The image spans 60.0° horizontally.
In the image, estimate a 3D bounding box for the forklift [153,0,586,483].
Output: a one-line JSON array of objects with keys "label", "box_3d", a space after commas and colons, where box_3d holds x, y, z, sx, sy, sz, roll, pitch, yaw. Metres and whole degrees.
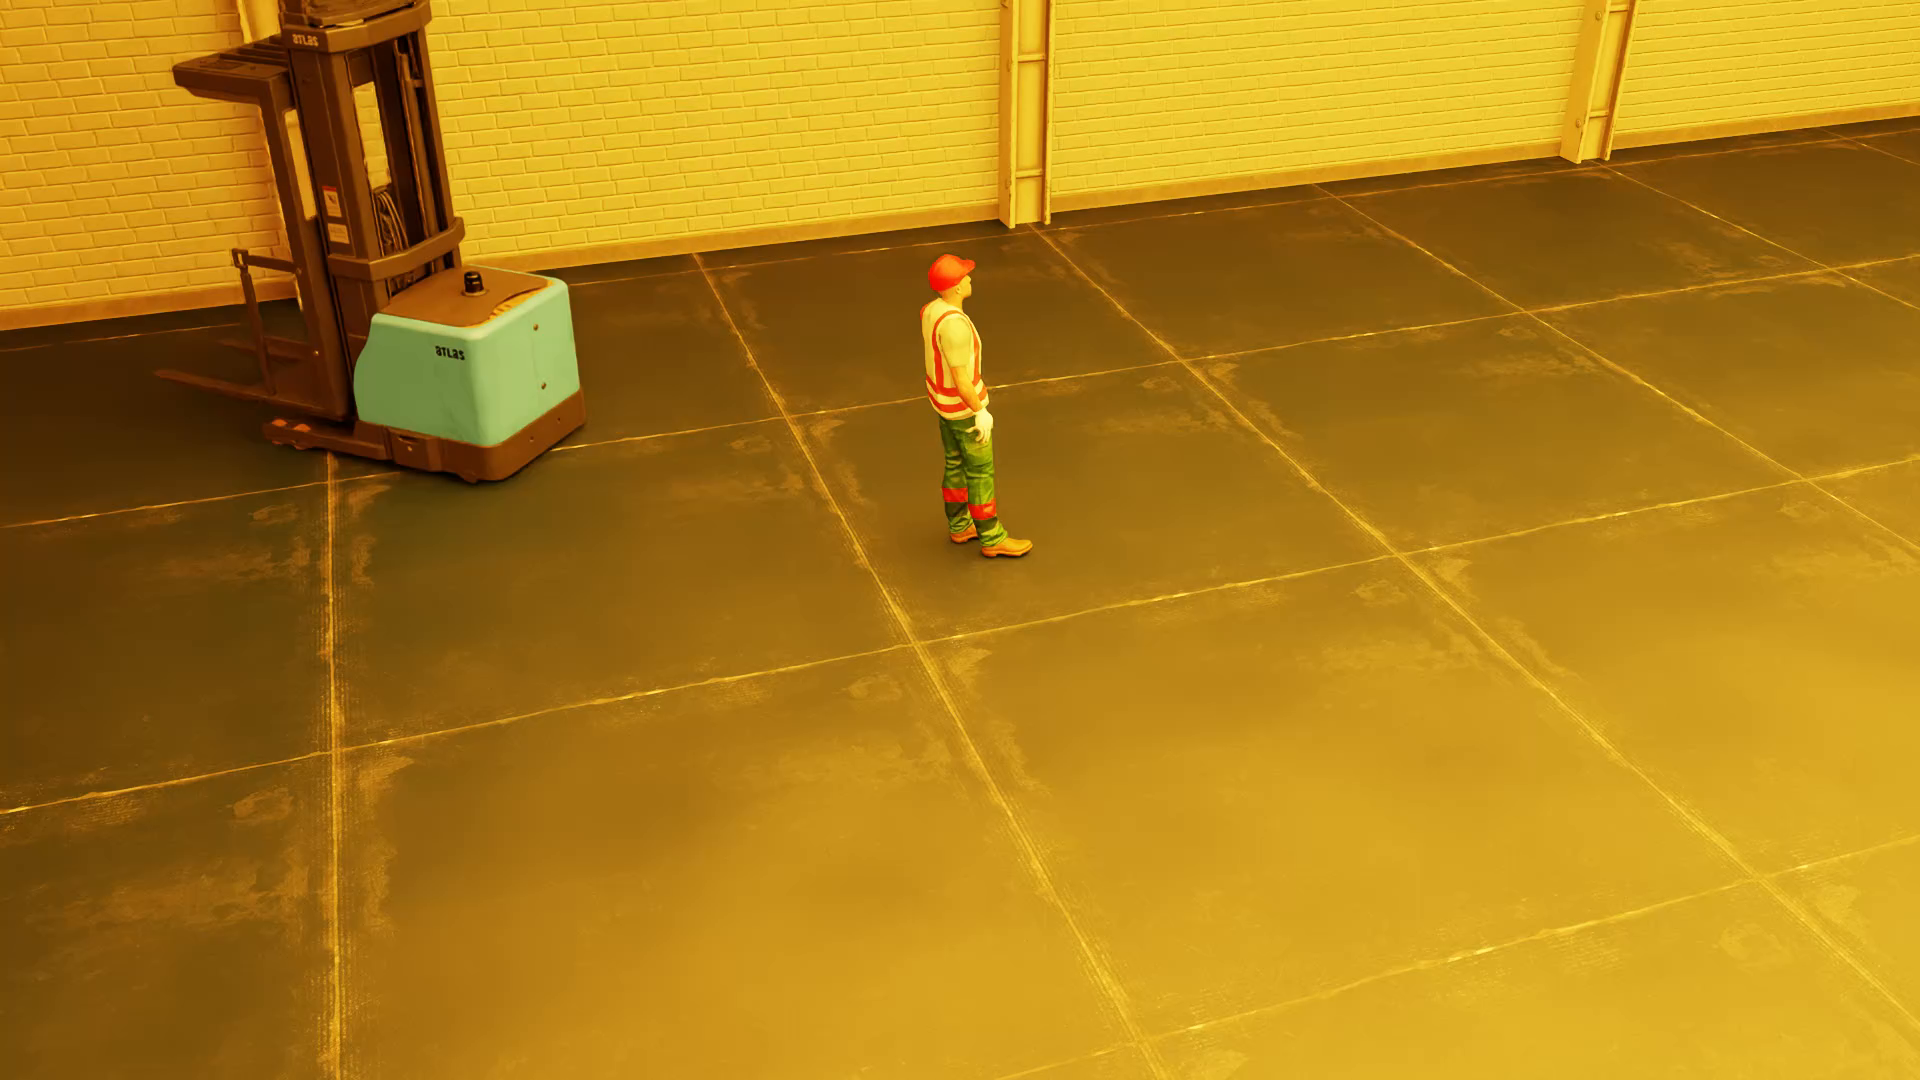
[{"label": "forklift", "box_3d": [-4.106, -2.099, 10.736, 3.031, 2.935, 1.130, 12, 32, 19]}]

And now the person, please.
[{"label": "person", "box_3d": [0.080, -0.789, 9.590, 0.562, 1.789, 0.638, -10, 31, -16]}]
